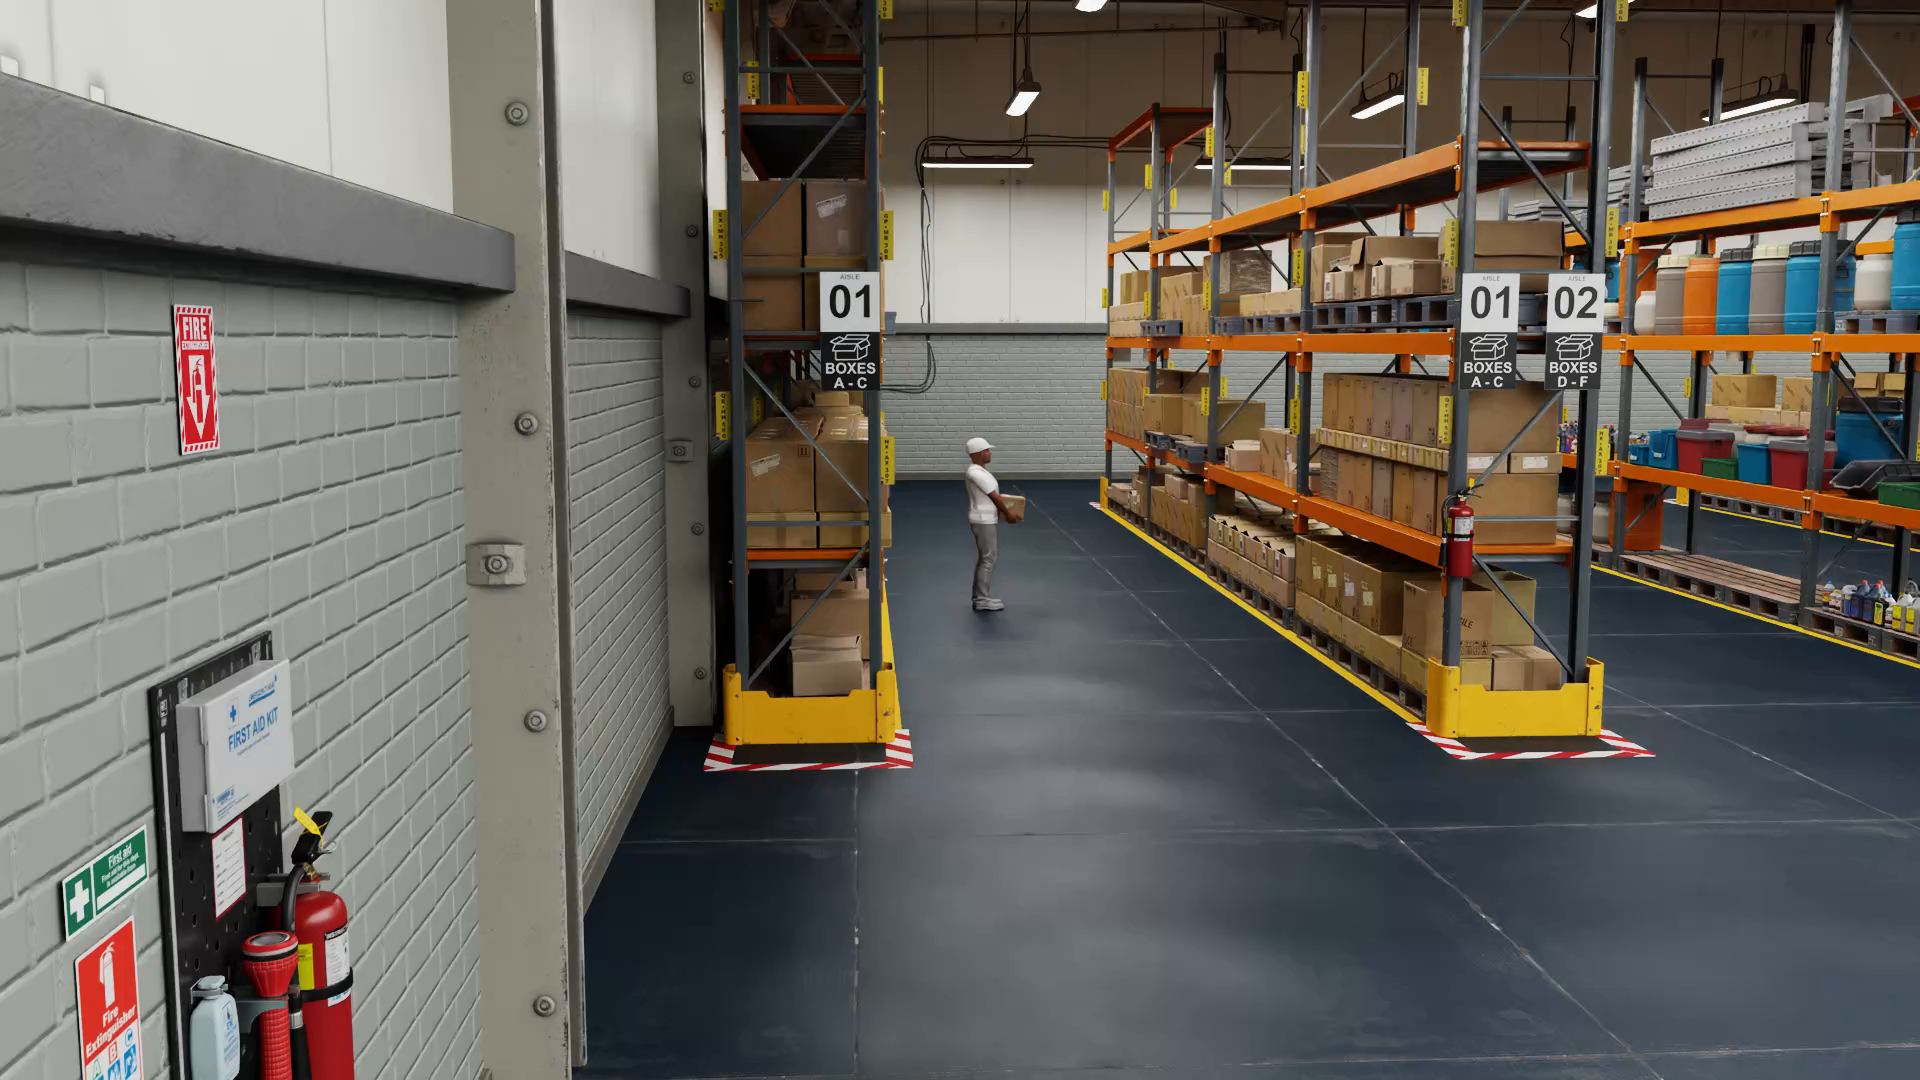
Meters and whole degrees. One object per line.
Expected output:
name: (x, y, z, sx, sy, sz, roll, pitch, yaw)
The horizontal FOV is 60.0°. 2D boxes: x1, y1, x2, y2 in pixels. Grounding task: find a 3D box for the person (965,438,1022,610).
person: (0.337, -0.173, 17.124, 0.577, 1.758, 0.503, 0, 7, -3)
